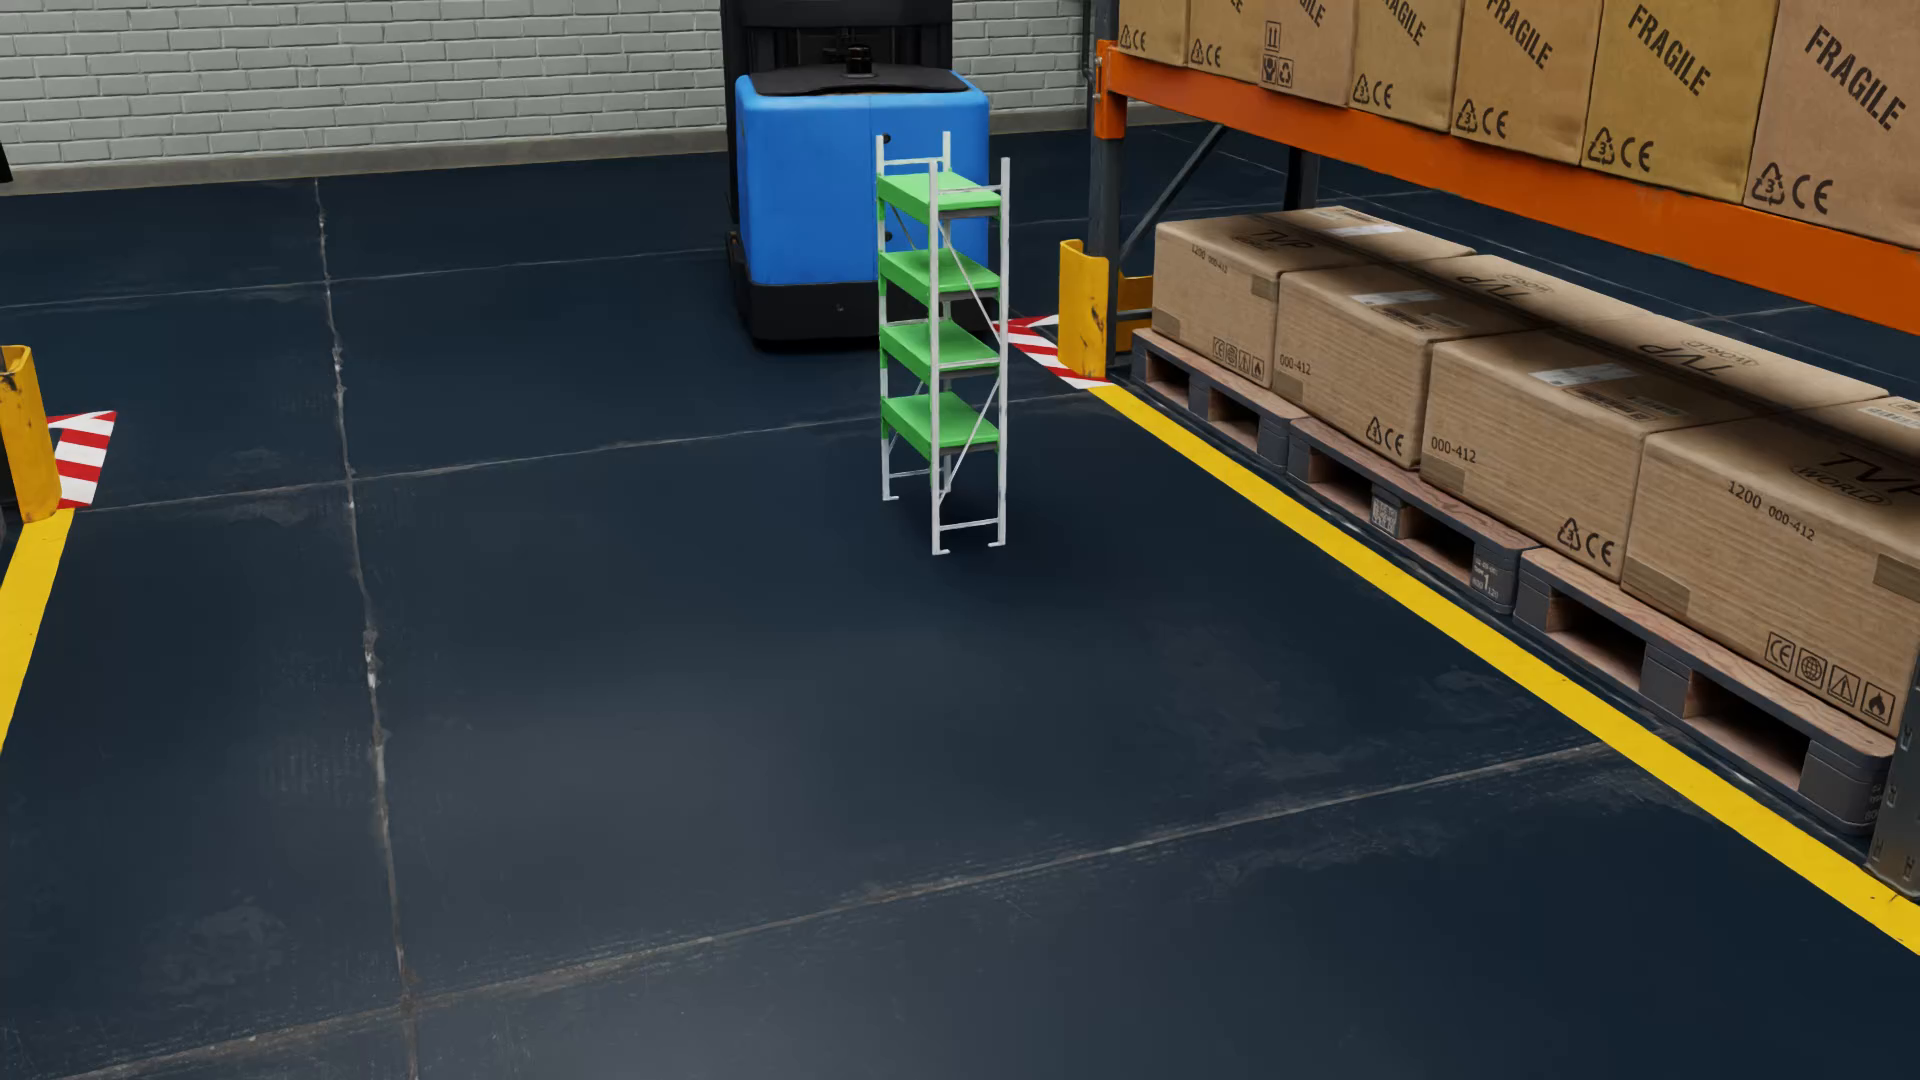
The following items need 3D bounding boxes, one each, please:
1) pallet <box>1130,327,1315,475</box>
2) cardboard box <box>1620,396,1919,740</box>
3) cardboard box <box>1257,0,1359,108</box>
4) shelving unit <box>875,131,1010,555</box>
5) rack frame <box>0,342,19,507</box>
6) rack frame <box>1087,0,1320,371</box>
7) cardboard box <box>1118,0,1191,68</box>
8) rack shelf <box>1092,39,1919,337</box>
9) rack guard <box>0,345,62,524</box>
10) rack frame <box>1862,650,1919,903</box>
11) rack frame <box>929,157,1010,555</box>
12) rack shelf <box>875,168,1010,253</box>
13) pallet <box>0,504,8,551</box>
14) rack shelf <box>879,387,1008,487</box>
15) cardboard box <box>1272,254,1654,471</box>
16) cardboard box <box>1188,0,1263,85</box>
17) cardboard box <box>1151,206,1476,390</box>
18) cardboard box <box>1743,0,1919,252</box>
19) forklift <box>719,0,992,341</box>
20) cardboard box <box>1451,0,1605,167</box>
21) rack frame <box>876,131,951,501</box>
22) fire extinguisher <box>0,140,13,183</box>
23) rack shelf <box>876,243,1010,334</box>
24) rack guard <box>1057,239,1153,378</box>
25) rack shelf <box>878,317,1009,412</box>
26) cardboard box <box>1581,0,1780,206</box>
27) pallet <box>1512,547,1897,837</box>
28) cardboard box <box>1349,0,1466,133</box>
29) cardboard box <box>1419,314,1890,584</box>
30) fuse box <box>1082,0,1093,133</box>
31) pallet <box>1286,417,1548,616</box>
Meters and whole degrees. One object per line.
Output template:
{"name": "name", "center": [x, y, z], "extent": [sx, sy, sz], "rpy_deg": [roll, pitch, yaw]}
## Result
{"name": "pallet", "center": [1.367, -0.608, 6.420], "extent": [1.003, 0.211, 1.213], "rpy_deg": [-8, 24, -19]}
{"name": "cardboard box", "center": [2.303, 0.025, 4.086], "extent": [0.875, 0.438, 0.875], "rpy_deg": [-9, 24, -20]}
{"name": "cardboard box", "center": [1.280, -1.638, 5.144], "extent": [0.500, 0.500, 0.500], "rpy_deg": [-8, 24, -19]}
{"name": "shelving unit", "center": [-0.058, -0.613, 5.160], "extent": [0.258, 1.200, 0.503], "rpy_deg": [-8, 24, -19]}
{"name": "rack frame", "center": [-3.584, -1.457, 4.844], "extent": [1.000, 3.000, 0.127], "rpy_deg": [-8, 24, -19]}
{"name": "rack frame", "center": [1.012, -2.172, 6.542], "extent": [1.000, 3.000, 0.127], "rpy_deg": [-8, 24, -19]}
{"name": "cardboard box", "center": [0.913, -2.005, 6.016], "extent": [0.500, 0.500, 0.500], "rpy_deg": [-9, 24, -19]}
{"name": "rack shelf", "center": [1.718, -1.114, 4.958], "extent": [1.077, 0.370, 4.000], "rpy_deg": [-8, 24, -19]}
{"name": "rack guard", "center": [-3.557, -0.277, 5.264], "extent": [1.175, 0.500, 0.348], "rpy_deg": [-8, 24, -19]}
{"name": "rack frame", "center": [2.425, -0.719, 3.094], "extent": [1.000, 3.000, 0.127], "rpy_deg": [-8, 24, -19]}
{"name": "rack frame", "center": [0.028, -0.524, 4.949], "extent": [0.240, 1.200, 0.015], "rpy_deg": [-8, 24, -19]}
{"name": "rack shelf", "center": [-0.058, -0.996, 4.998], "extent": [0.258, 0.148, 0.480], "rpy_deg": [-8, 24, -19]}
{"name": "pallet", "center": [-3.303, 0.156, 4.608], "extent": [1.003, 0.211, 1.213], "rpy_deg": [-8, 24, -19]}
{"name": "rack shelf", "center": [-0.058, -0.333, 5.278], "extent": [0.258, 0.148, 0.480], "rpy_deg": [-8, 24, -19]}
{"name": "cardboard box", "center": [1.669, -0.628, 5.636], "extent": [0.875, 0.438, 0.875], "rpy_deg": [-8, 24, -18]}
{"name": "cardboard box", "center": [1.117, -1.825, 5.589], "extent": [0.500, 0.500, 0.500], "rpy_deg": [-9, 24, -20]}
{"name": "cardboard box", "center": [1.338, -0.959, 6.422], "extent": [0.875, 0.438, 0.875], "rpy_deg": [-9, 25, -21]}
{"name": "cardboard box", "center": [2.022, -0.899, 3.391], "extent": [0.500, 0.500, 0.500], "rpy_deg": [-8, 24, -19]}
{"name": "forklift", "center": [-0.621, -2.740, 7.977], "extent": [1.130, 2.935, 3.031], "rpy_deg": [-4, 23, -9]}
{"name": "cardboard box", "center": [1.643, -1.265, 4.262], "extent": [0.500, 0.500, 0.500], "rpy_deg": [-9, 24, -20]}
{"name": "rack frame", "center": [-0.145, -0.702, 5.370], "extent": [0.240, 1.200, 0.015], "rpy_deg": [-8, 24, -19]}
{"name": "fire extinguisher", "center": [-3.241, -1.404, 5.299], "extent": [0.296, 0.674, 0.183], "rpy_deg": [-8, 24, -19]}
{"name": "rack shelf", "center": [-0.058, -0.775, 5.091], "extent": [0.258, 0.148, 0.480], "rpy_deg": [-8, 24, -19]}
{"name": "rack guard", "center": [1.003, -1.029, 7.049], "extent": [1.175, 0.500, 0.348], "rpy_deg": [-8, 24, -19]}
{"name": "rack shelf", "center": [-0.058, -0.554, 5.184], "extent": [0.258, 0.148, 0.480], "rpy_deg": [-8, 24, -19]}
{"name": "cardboard box", "center": [1.835, -1.085, 3.833], "extent": [0.500, 0.500, 0.500], "rpy_deg": [-9, 24, -20]}
{"name": "pallet", "center": [2.229, 0.279, 4.317], "extent": [1.003, 0.211, 1.213], "rpy_deg": [-8, 24, -19]}
{"name": "cardboard box", "center": [1.473, -1.458, 4.718], "extent": [0.500, 0.500, 0.500], "rpy_deg": [-8, 24, -17]}
{"name": "cardboard box", "center": [1.986, -0.300, 4.858], "extent": [0.875, 0.438, 0.875], "rpy_deg": [-9, 25, -21]}
{"name": "fuse box", "center": [1.015, -3.860, 12.204], "extent": [0.539, 1.711, 0.414], "rpy_deg": [-8, 24, -19]}
{"name": "pallet", "center": [1.794, -0.165, 5.370], "extent": [1.003, 0.211, 1.213], "rpy_deg": [-8, 24, -19]}
